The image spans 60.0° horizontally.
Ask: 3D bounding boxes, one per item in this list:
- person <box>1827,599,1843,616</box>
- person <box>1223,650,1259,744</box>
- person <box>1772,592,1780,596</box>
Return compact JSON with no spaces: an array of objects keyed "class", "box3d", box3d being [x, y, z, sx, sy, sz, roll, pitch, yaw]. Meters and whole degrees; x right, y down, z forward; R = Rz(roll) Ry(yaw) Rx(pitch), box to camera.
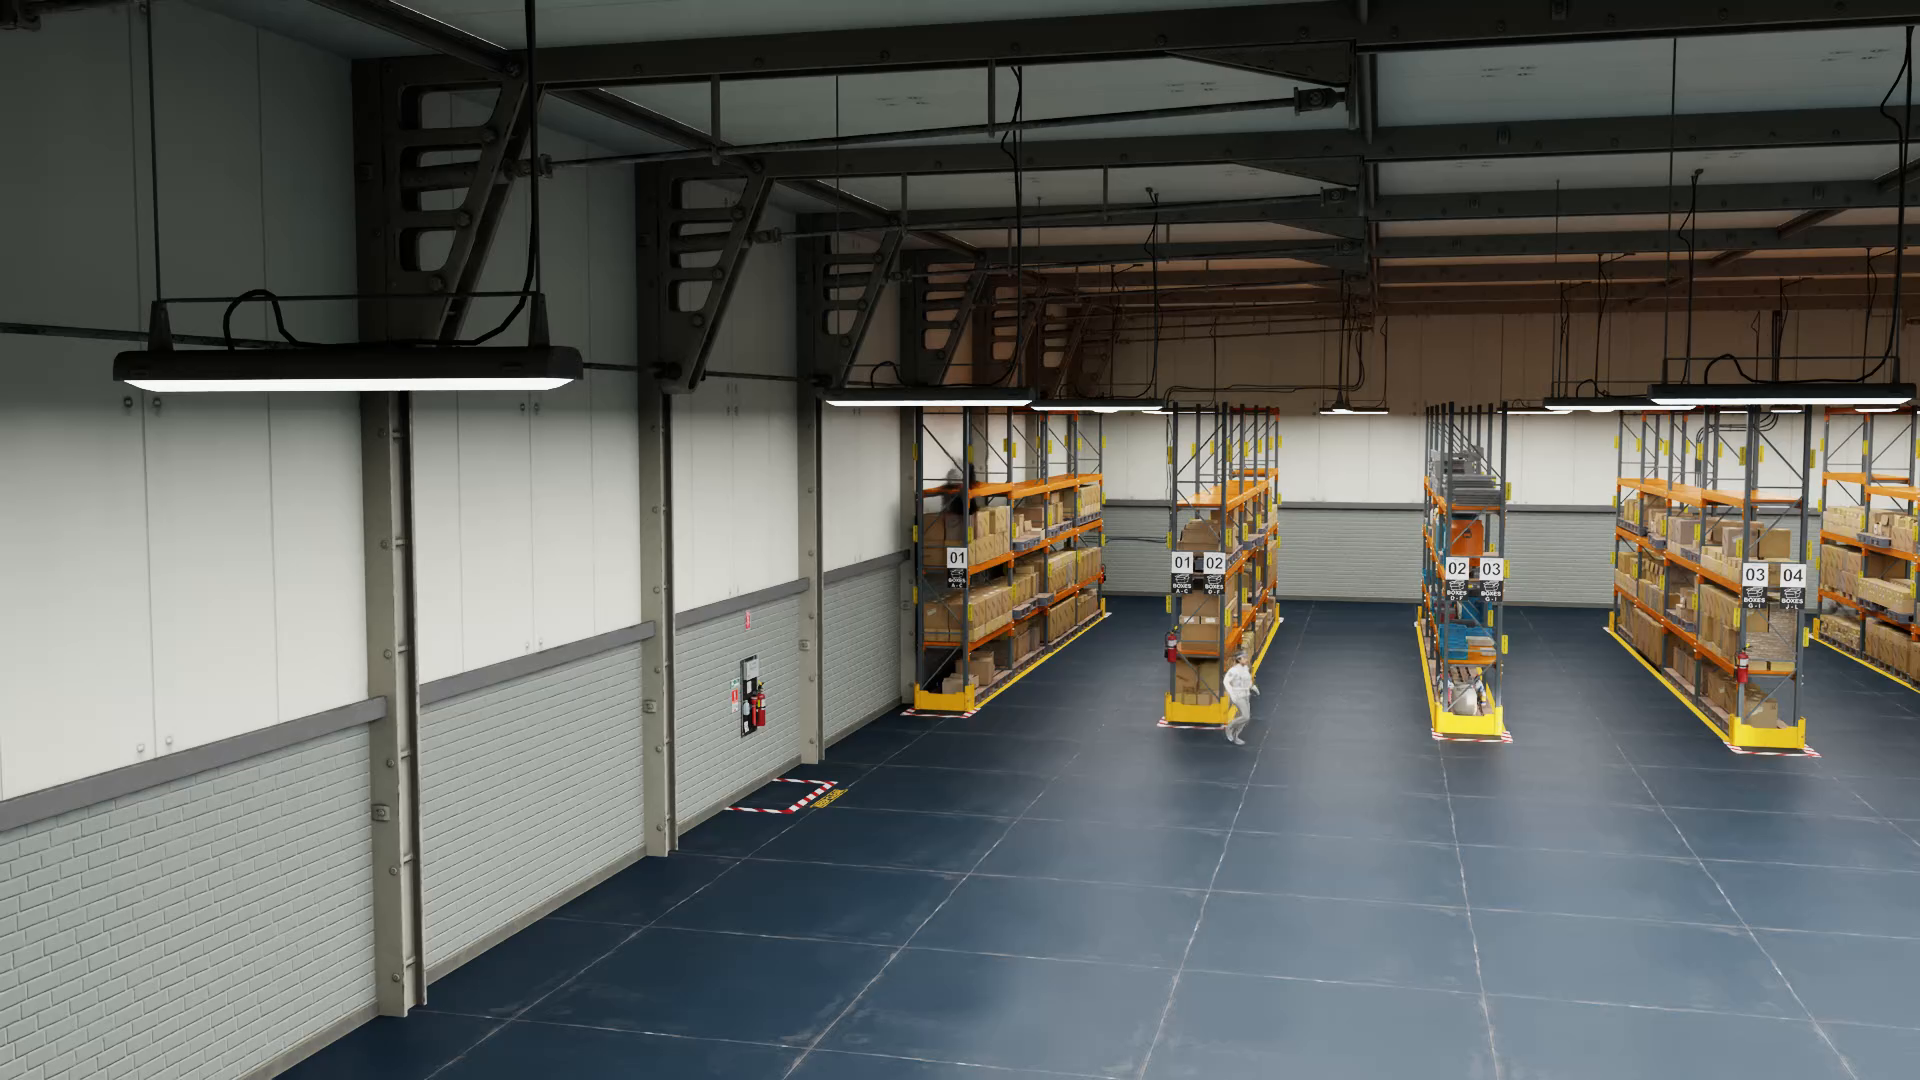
[{"class":"person","box3d":[23.329,1.691,44.307,0.603,1.509,0.533,-4,6,-41]},{"class":"person","box3d":[4.944,2.745,29.116,0.537,1.664,0.630,4,6,42]},{"class":"person","box3d":[20.947,1.756,43.025,0.626,1.614,0.644,3,5,39]}]
